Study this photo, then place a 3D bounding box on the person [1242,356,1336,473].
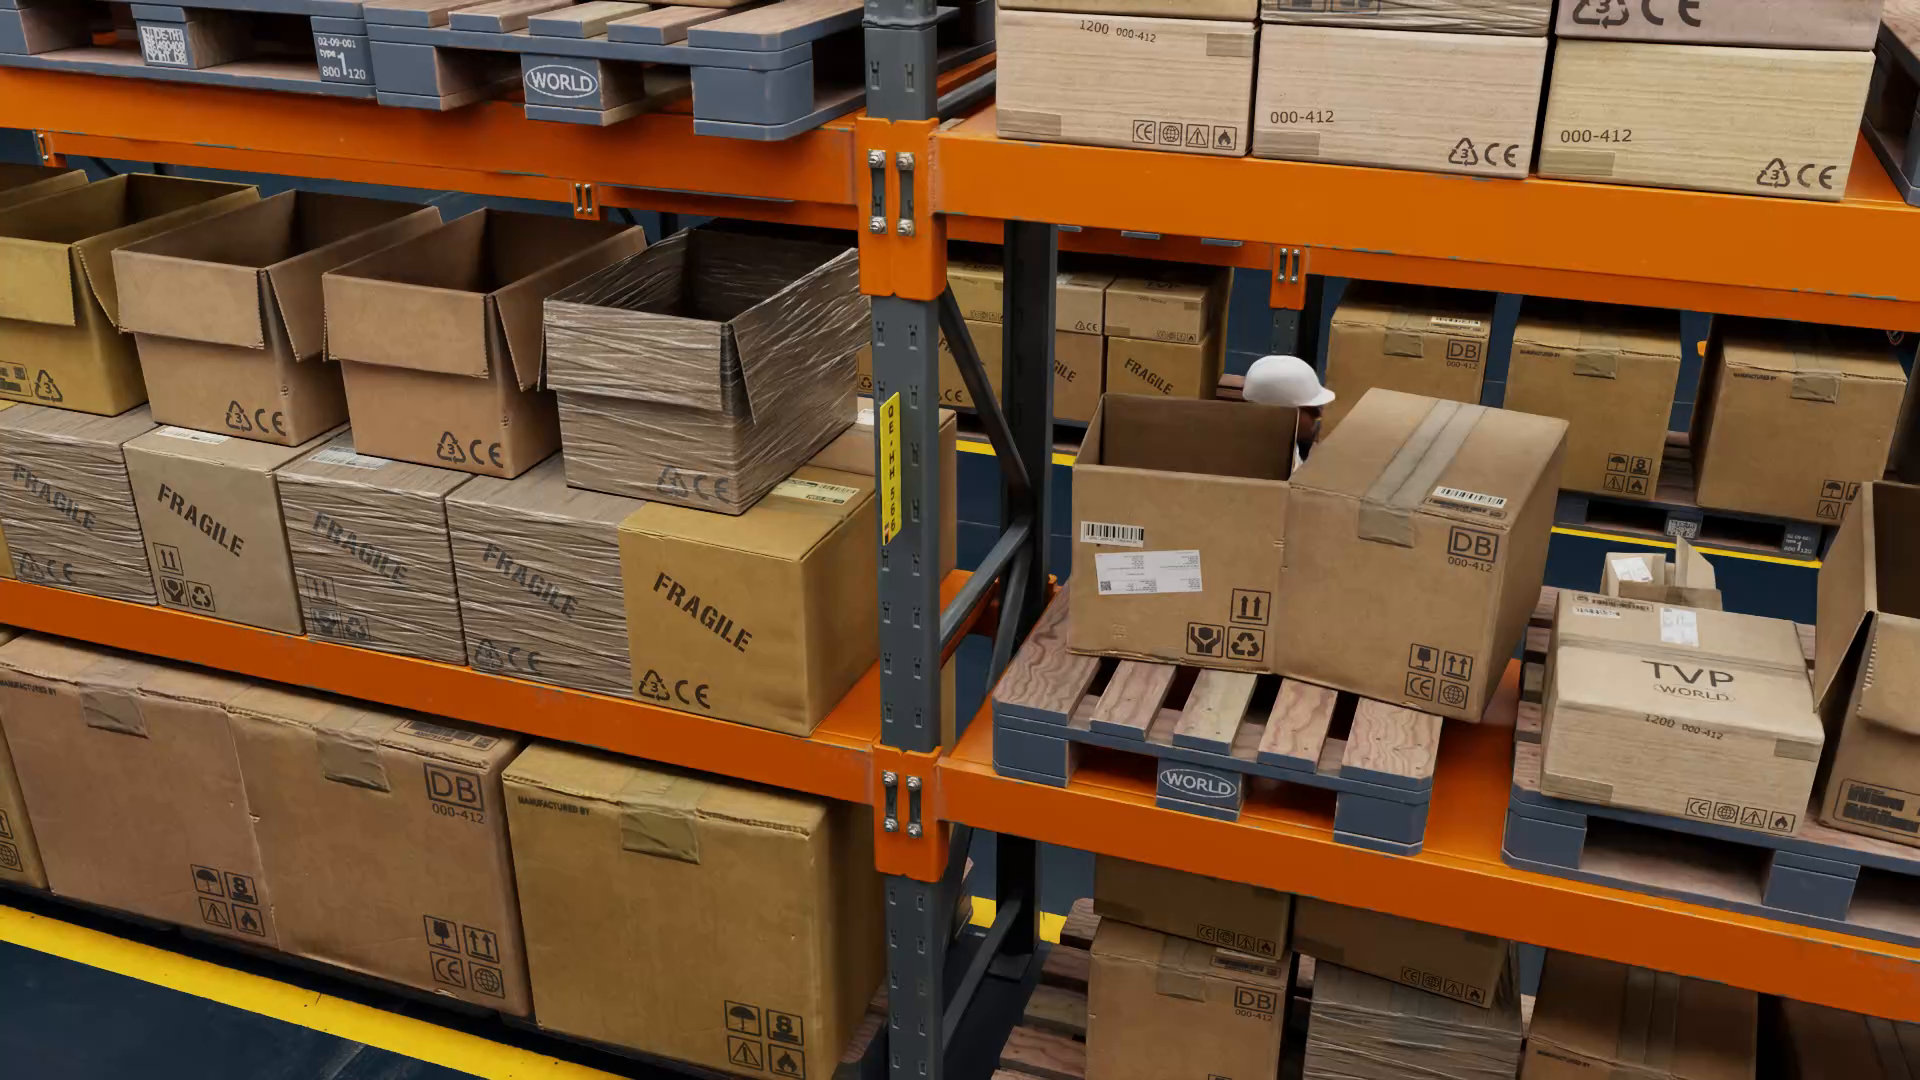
[{"bbox_3d":[1.063,0.220,5.630,0.581,1.758,0.504,10,27,19],"label":"person"}]
